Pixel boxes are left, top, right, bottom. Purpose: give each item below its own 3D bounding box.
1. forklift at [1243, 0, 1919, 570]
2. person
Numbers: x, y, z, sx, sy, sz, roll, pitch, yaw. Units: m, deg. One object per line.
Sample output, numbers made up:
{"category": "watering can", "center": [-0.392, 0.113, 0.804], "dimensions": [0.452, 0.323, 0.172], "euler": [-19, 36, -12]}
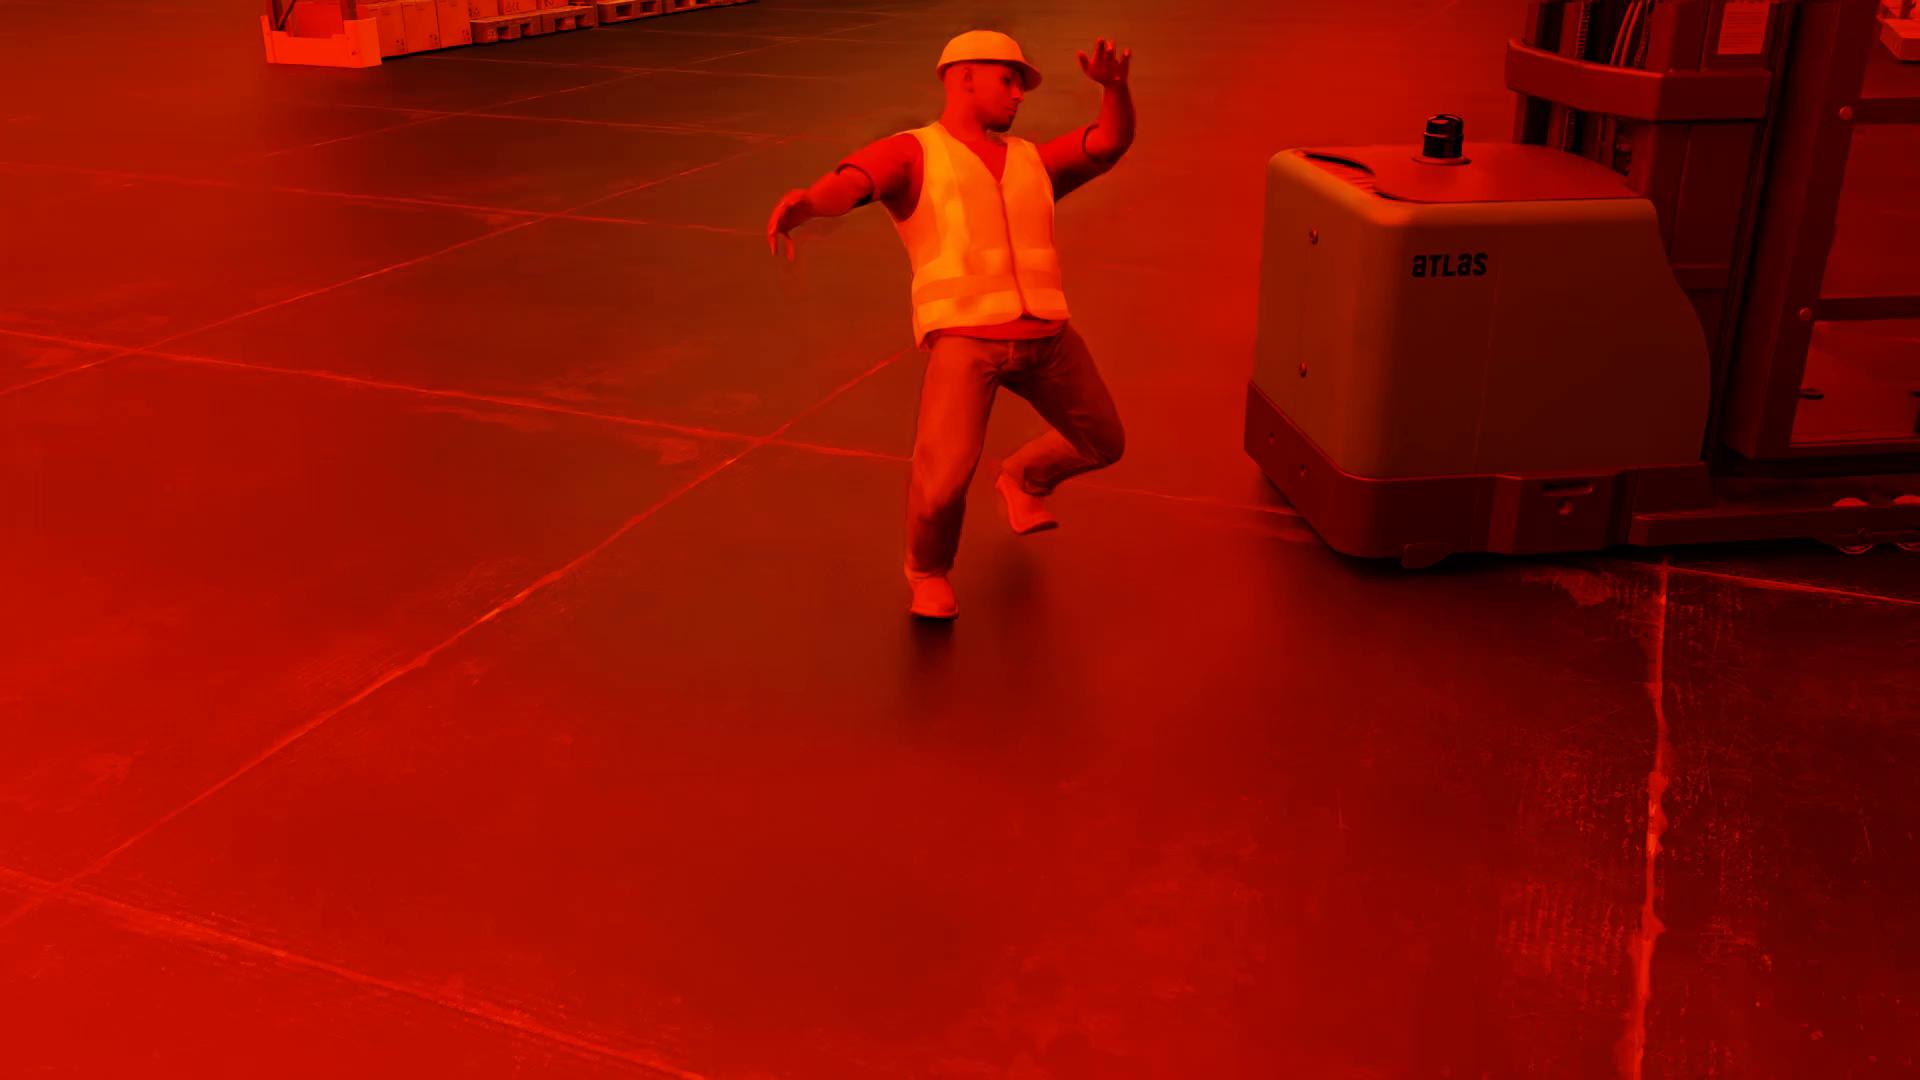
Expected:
{"category": "forklift", "center": [2.522, -1.509, 4.902], "dimensions": [3.031, 2.935, 1.130], "euler": [-3, 23, -7]}
{"category": "person", "center": [-0.055, -0.529, 4.335], "dimensions": [1.117, 1.524, 0.750], "euler": [-16, 28, -34]}
